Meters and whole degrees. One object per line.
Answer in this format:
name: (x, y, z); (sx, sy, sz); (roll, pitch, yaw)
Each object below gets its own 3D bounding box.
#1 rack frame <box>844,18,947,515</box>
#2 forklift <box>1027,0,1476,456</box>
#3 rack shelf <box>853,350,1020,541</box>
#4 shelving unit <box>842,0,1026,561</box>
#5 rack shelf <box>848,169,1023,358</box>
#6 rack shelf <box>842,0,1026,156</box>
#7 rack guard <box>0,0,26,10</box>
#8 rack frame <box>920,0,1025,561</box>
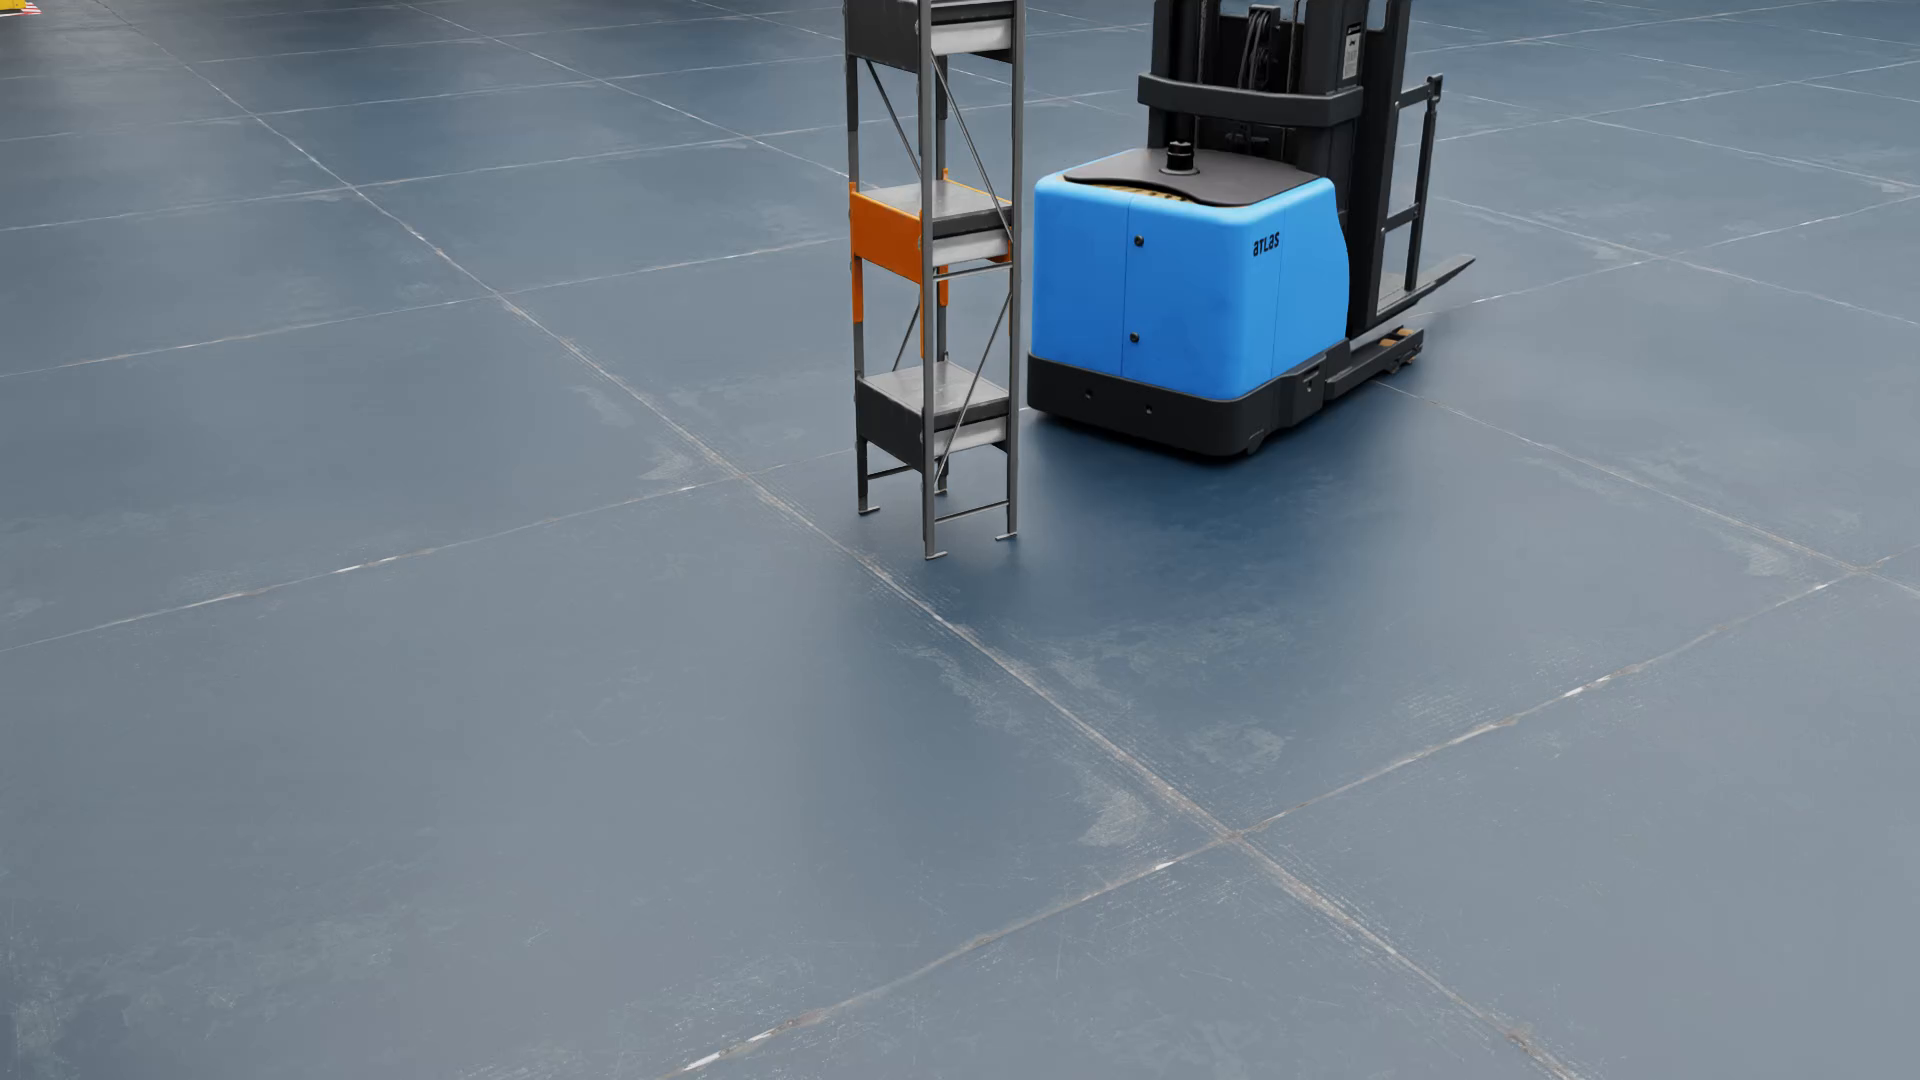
rack frame: (-0.224, -1.096, 6.112); (0.400, 2.100, 0.015); (-16, 29, -30)
forklift: (1.594, -2.232, 7.545); (1.130, 2.935, 3.031); (18, 31, 34)
rack shelf: (-0.090, -0.363, 6.232); (0.431, 0.518, 0.480); (-16, 29, -30)
shelving unit: (-0.090, -1.009, 5.927); (0.431, 2.100, 0.503); (-16, 29, -30)
rack shelf: (-0.090, -0.996, 5.933); (0.431, 0.518, 0.480); (-16, 29, -30)
rack shelf: (-0.090, -1.629, 5.634); (0.431, 0.518, 0.480); (-16, 29, -30)
rack guard: (-11.465, -6.355, 19.126); (1.175, 0.500, 0.348); (-16, 29, -30)
rack frame: (0.043, -0.921, 5.742); (0.400, 2.100, 0.015); (-16, 29, -30)
